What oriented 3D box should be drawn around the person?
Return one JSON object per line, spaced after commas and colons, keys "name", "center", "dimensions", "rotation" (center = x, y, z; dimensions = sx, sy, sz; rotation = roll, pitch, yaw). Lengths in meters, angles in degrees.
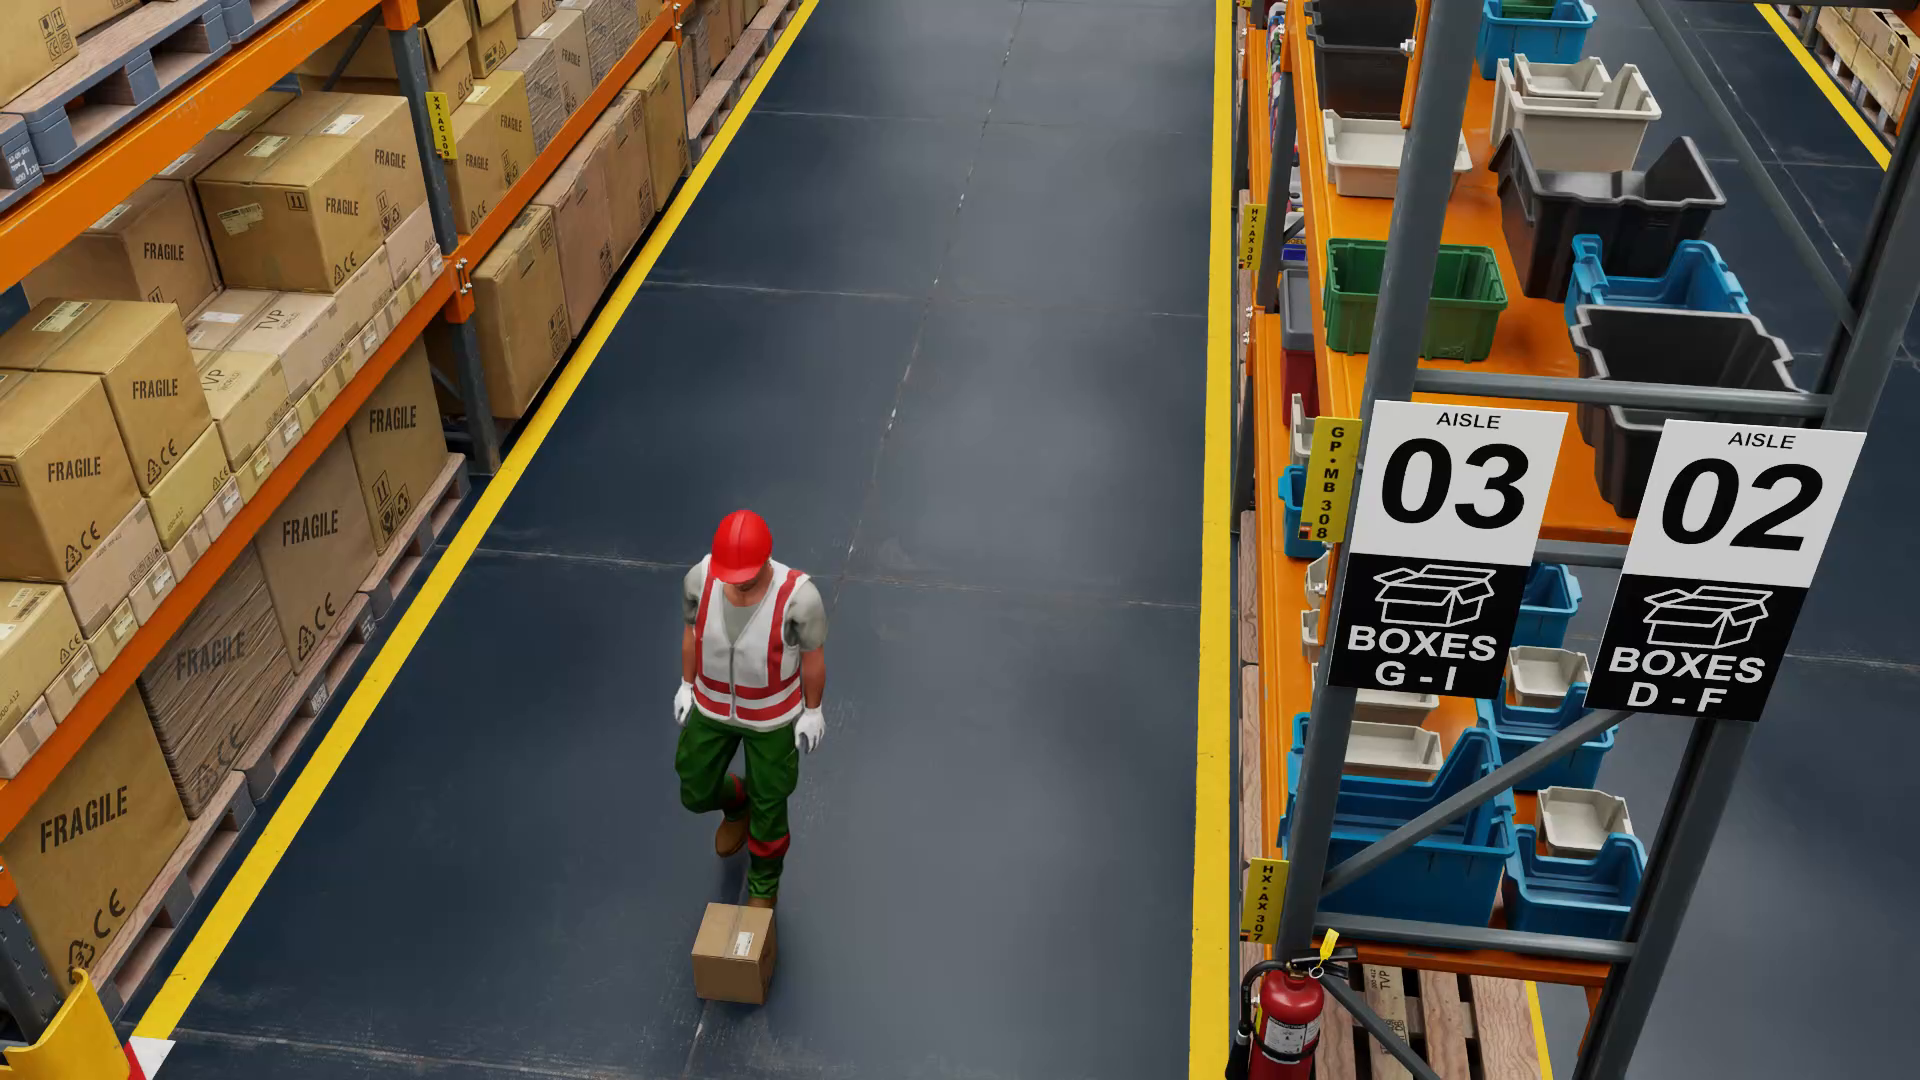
{"name": "person", "center": [-0.797, 0.652, 6.091], "dimensions": [0.591, 1.780, 0.629], "rotation": [8, 37, 11]}
